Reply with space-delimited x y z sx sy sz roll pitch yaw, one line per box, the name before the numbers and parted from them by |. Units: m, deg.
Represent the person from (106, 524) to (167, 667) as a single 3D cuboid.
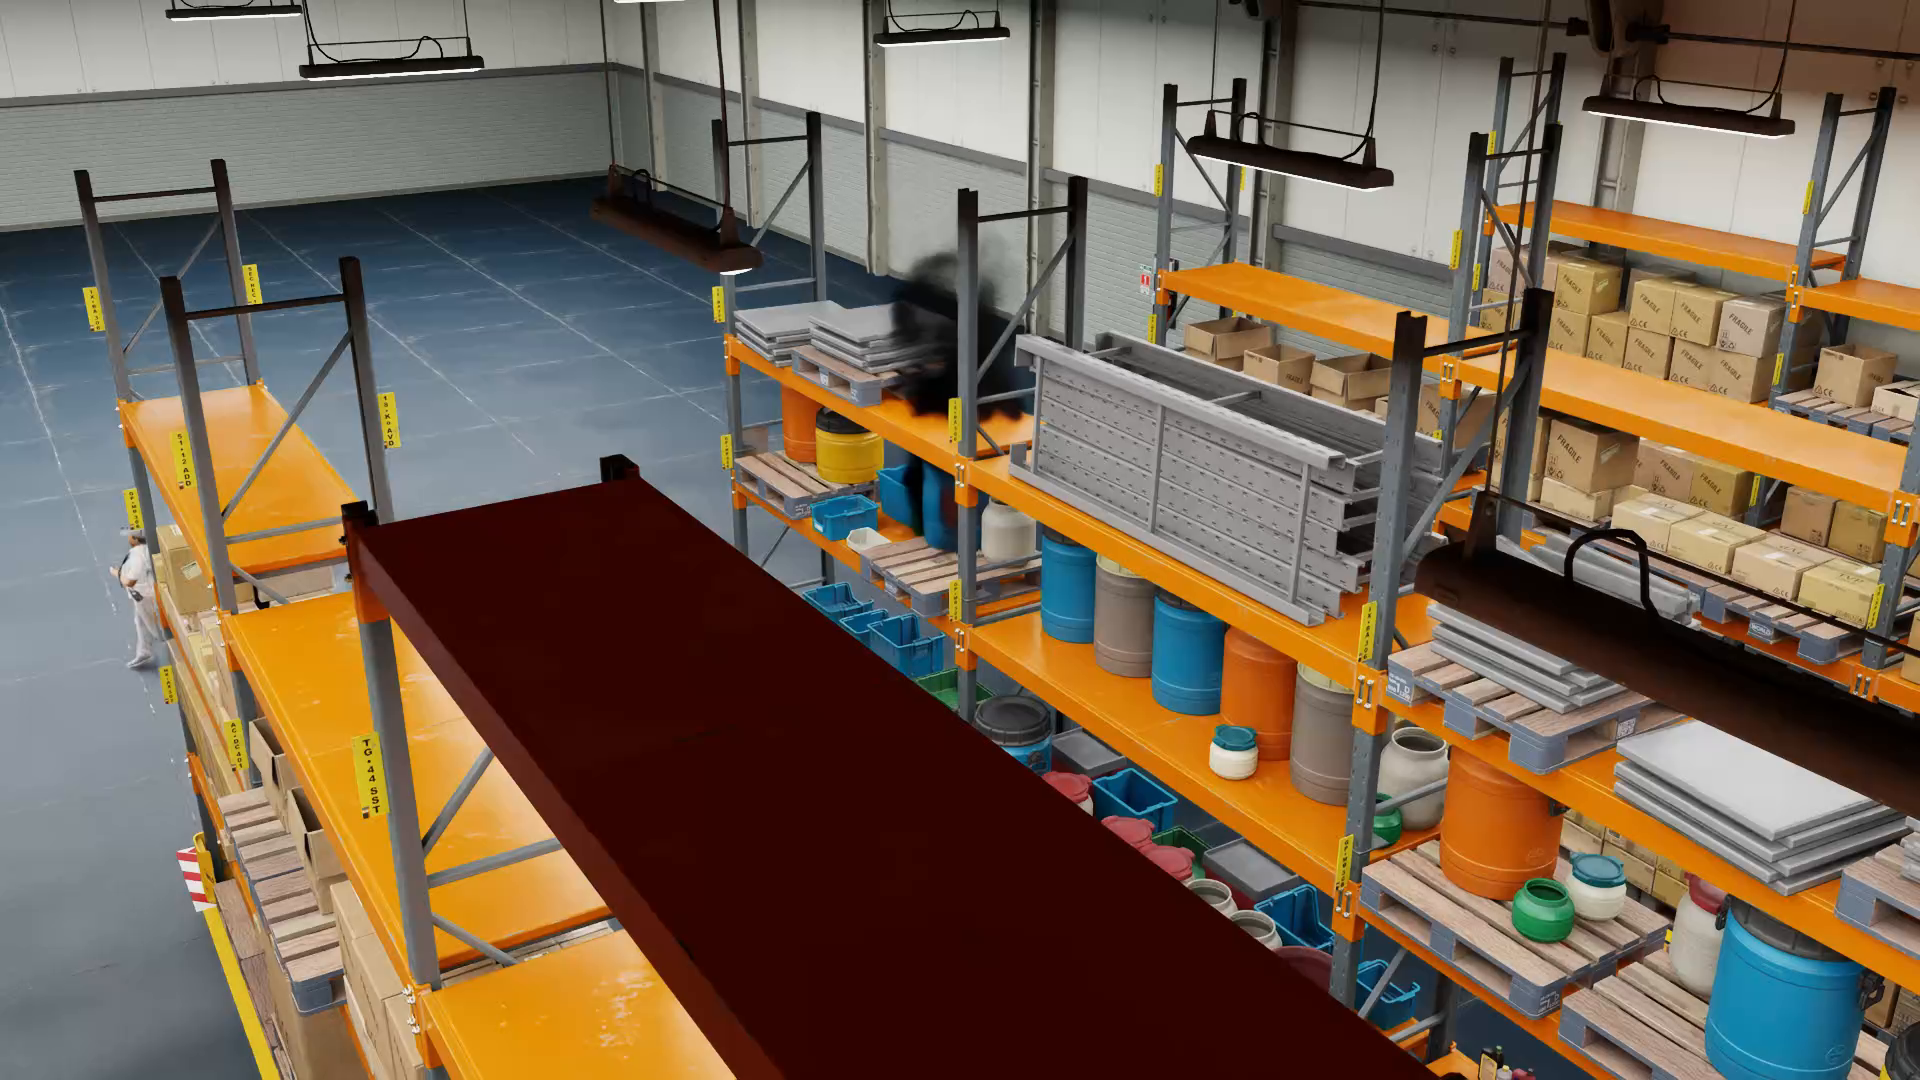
person | -8.610 0.609 17.594 0.934 1.666 0.601 -1 22 -2
